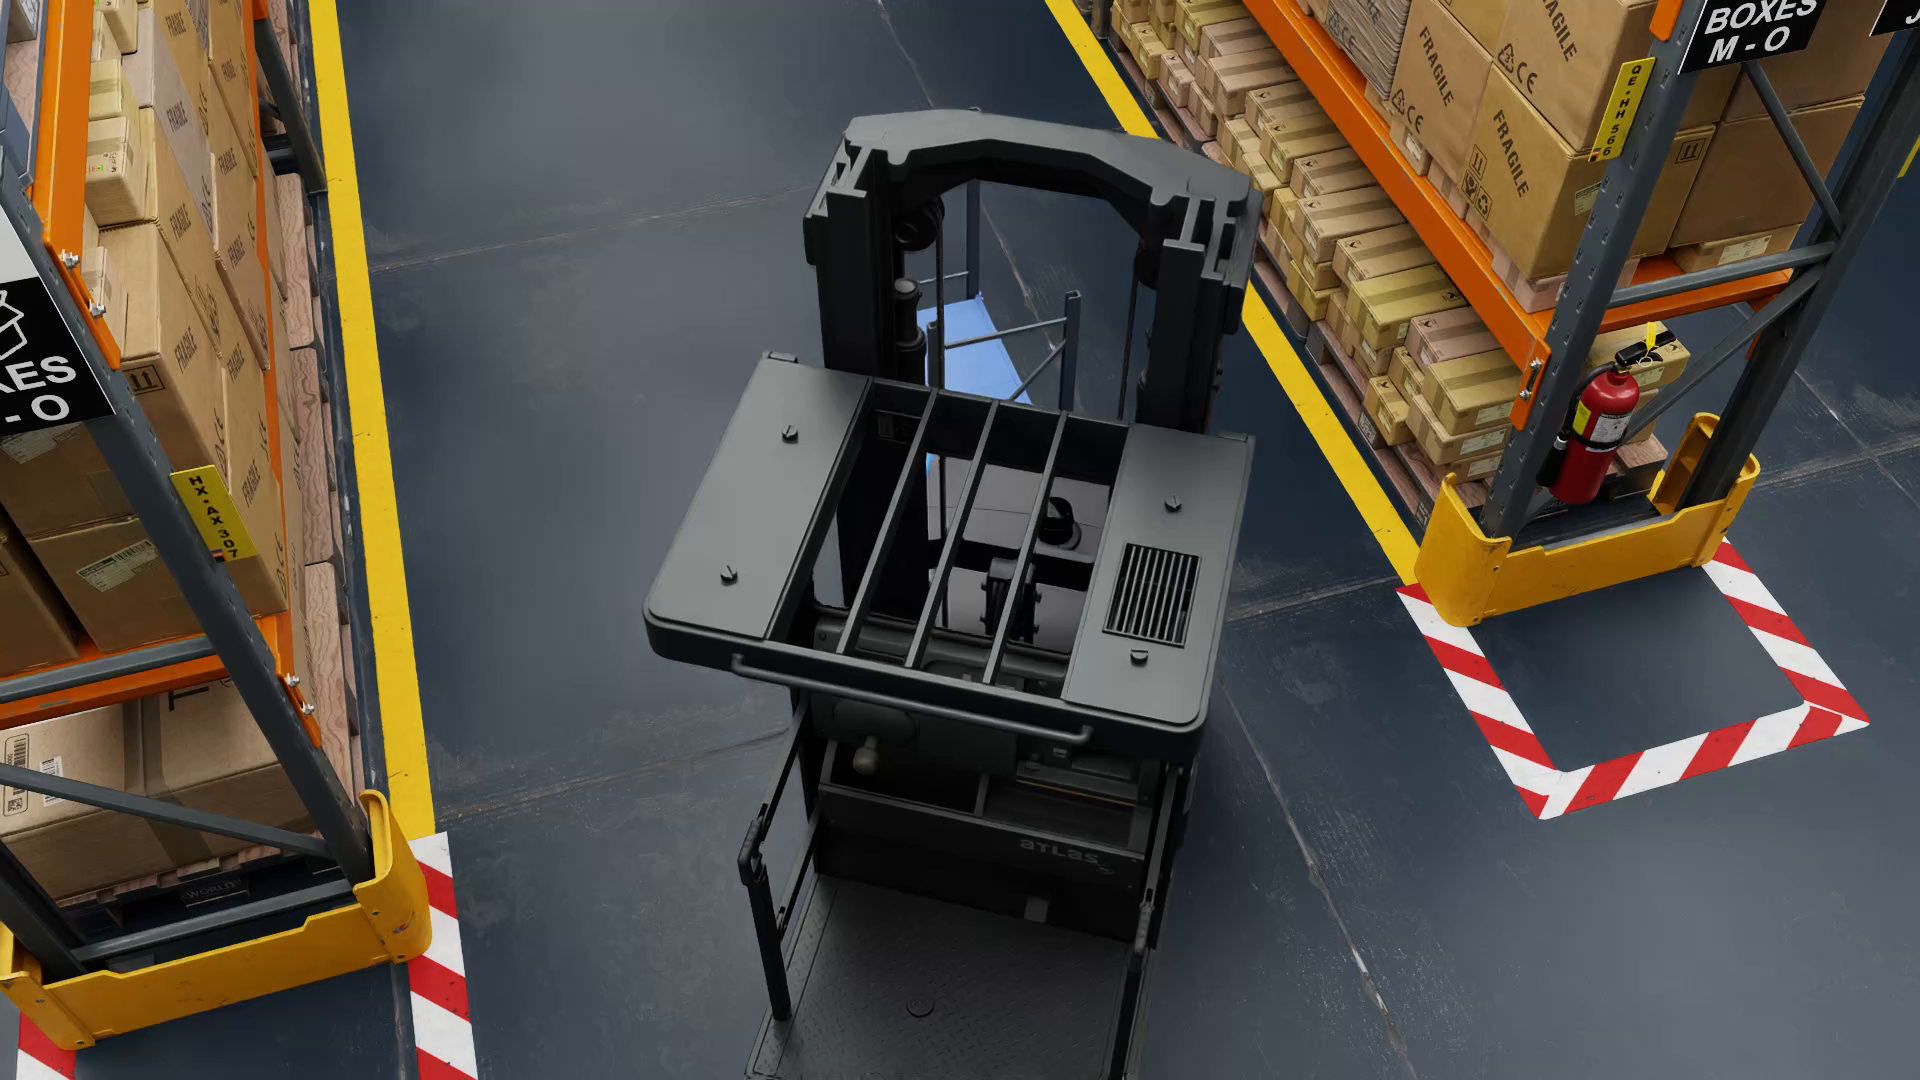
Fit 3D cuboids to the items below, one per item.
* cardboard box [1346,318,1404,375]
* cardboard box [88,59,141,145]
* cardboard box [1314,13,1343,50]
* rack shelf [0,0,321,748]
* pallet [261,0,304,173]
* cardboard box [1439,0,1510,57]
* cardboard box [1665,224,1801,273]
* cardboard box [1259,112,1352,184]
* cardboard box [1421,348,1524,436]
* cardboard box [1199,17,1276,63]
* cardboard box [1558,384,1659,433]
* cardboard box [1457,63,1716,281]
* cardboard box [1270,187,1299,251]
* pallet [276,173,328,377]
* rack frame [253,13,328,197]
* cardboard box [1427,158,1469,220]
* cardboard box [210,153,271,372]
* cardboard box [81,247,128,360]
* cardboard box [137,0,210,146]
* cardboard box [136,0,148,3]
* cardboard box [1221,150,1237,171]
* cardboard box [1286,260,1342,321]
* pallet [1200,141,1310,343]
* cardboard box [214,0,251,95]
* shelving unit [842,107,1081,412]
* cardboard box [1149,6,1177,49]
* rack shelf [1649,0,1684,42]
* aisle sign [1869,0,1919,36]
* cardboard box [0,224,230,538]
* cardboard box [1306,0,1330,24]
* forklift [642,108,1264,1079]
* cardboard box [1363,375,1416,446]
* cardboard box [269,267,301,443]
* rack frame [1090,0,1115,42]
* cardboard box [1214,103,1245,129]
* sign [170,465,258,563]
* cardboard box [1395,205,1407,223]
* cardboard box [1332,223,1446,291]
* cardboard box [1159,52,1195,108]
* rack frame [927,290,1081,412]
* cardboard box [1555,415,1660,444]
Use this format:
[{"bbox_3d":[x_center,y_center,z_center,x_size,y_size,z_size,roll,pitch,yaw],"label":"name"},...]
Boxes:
[{"bbox_3d":[1.788,-0.839,6.680,0.380,0.149,0.250,-15,52,-12],"label":"cardboard box"},{"bbox_3d":[-2.375,-1.098,4.360,0.380,0.149,0.250,-15,51,-12],"label":"cardboard box"},{"bbox_3d":[1.615,-2.070,6.487,0.380,0.149,0.250,-13,51,-10],"label":"cardboard box"},{"bbox_3d":[-2.918,-0.862,5.775,1.077,0.370,4.000,-13,51,-11],"label":"rack shelf"},{"bbox_3d":[-3.810,-2.202,8.258,1.003,0.211,1.213,-13,51,-11],"label":"pallet"},{"bbox_3d":[1.849,-1.925,5.286,0.500,0.500,0.500,-15,51,-12],"label":"cardboard box"},{"bbox_3d":[2.589,-1.056,5.632,0.380,0.149,0.250,-14,51,-11],"label":"cardboard box"},{"bbox_3d":[1.531,-1.710,7.220,0.380,0.149,0.250,-13,51,-11],"label":"cardboard box"},{"bbox_3d":[1.973,-0.564,6.254,0.380,0.149,0.250,-13,51,-11],"label":"cardboard box"},{"bbox_3d":[1.338,-2.284,7.704,0.380,0.149,0.250,-15,51,-12],"label":"cardboard box"},{"bbox_3d":[2.462,-0.579,6.462,0.380,0.149,0.250,-11,51,-9],"label":"cardboard box"},{"bbox_3d":[1.993,-1.224,5.350,0.500,0.500,0.500,-12,51,-10],"label":"cardboard box"},{"bbox_3d":[1.564,-1.405,7.158,0.380,0.149,0.250,-11,51,-9],"label":"cardboard box"},{"bbox_3d":[-3.360,-1.083,7.315,1.003,0.211,1.213,-13,51,-11],"label":"pallet"},{"bbox_3d":[-3.510,-2.555,6.731,1.000,3.000,0.127,-13,51,-11],"label":"rack frame"},{"bbox_3d":[1.879,-1.289,5.829,0.380,0.149,0.250,-14,51,-11],"label":"cardboard box"},{"bbox_3d":[-2.504,-0.820,5.203,0.500,0.500,0.500,-14,51,-11],"label":"cardboard box"},{"bbox_3d":[-2.167,-0.519,3.871,0.380,0.149,0.250,-12,51,-10],"label":"cardboard box"},{"bbox_3d":[-2.664,-1.517,5.137,0.500,0.500,0.500,-13,51,-11],"label":"cardboard box"},{"bbox_3d":[-2.586,-1.661,4.834,0.380,0.149,0.250,-14,51,-12],"label":"cardboard box"},{"bbox_3d":[1.412,-1.687,7.590,0.380,0.149,0.250,-15,51,-12],"label":"cardboard box"},{"bbox_3d":[1.627,-1.107,7.101,0.380,0.149,0.250,-15,52,-13],"label":"cardboard box"},{"bbox_3d":[1.786,-1.474,7.644,1.003,0.211,1.213,-13,51,-11],"label":"pallet"},{"bbox_3d":[-2.971,-1.931,6.141,0.500,0.500,0.500,-14,51,-12],"label":"cardboard box"},{"bbox_3d":[-0.015,-0.606,6.070,0.538,1.500,1.048,-14,51,-11],"label":"shelving unit"},{"bbox_3d":[1.151,-2.558,8.130,0.380,0.149,0.250,-13,51,-11],"label":"cardboard box"},{"bbox_3d":[1.780,-3.022,5.634,1.077,0.370,4.000,-13,51,-11],"label":"rack shelf"},{"bbox_3d":[2.680,-1.679,4.293,0.394,0.787,0.004,-13,51,-11],"label":"aisle sign"},{"bbox_3d":[-2.197,-0.403,4.198,0.500,0.500,0.500,-14,51,-12],"label":"cardboard box"},{"bbox_3d":[1.549,-2.336,6.287,0.500,0.500,0.500,-11,51,-9],"label":"cardboard box"},{"bbox_3d":[0.020,0.573,4.140,1.130,2.935,3.031,11,51,9],"label":"forklift"},{"bbox_3d":[1.844,-0.545,6.627,0.380,0.149,0.250,-12,51,-10],"label":"cardboard box"},{"bbox_3d":[-3.161,-0.728,6.592,0.875,0.438,0.875,-15,51,-12],"label":"cardboard box"},{"bbox_3d":[1.189,-3.748,7.737,1.000,3.000,0.127,-13,51,-11],"label":"rack frame"},{"bbox_3d":[1.393,-1.985,7.646,0.380,0.149,0.250,-11,51,-9],"label":"cardboard box"},{"bbox_3d":[-1.795,-0.059,4.009,0.100,0.325,0.005,-13,51,-11],"label":"sign"},{"bbox_3d":[2.017,-1.524,7.258,0.380,0.149,0.250,-11,51,-9],"label":"cardboard box"},{"bbox_3d":[1.740,-1.124,6.726,0.380,0.149,0.250,-15,52,-12],"label":"cardboard box"},{"bbox_3d":[1.192,-2.261,8.074,0.380,0.149,0.250,-14,51,-11],"label":"cardboard box"},{"bbox_3d":[0.139,-0.236,5.757,0.500,1.500,0.032,-14,51,-11],"label":"rack frame"},{"bbox_3d":[2.523,-0.498,6.587,0.380,0.149,0.250,-12,51,-10],"label":"cardboard box"}]
